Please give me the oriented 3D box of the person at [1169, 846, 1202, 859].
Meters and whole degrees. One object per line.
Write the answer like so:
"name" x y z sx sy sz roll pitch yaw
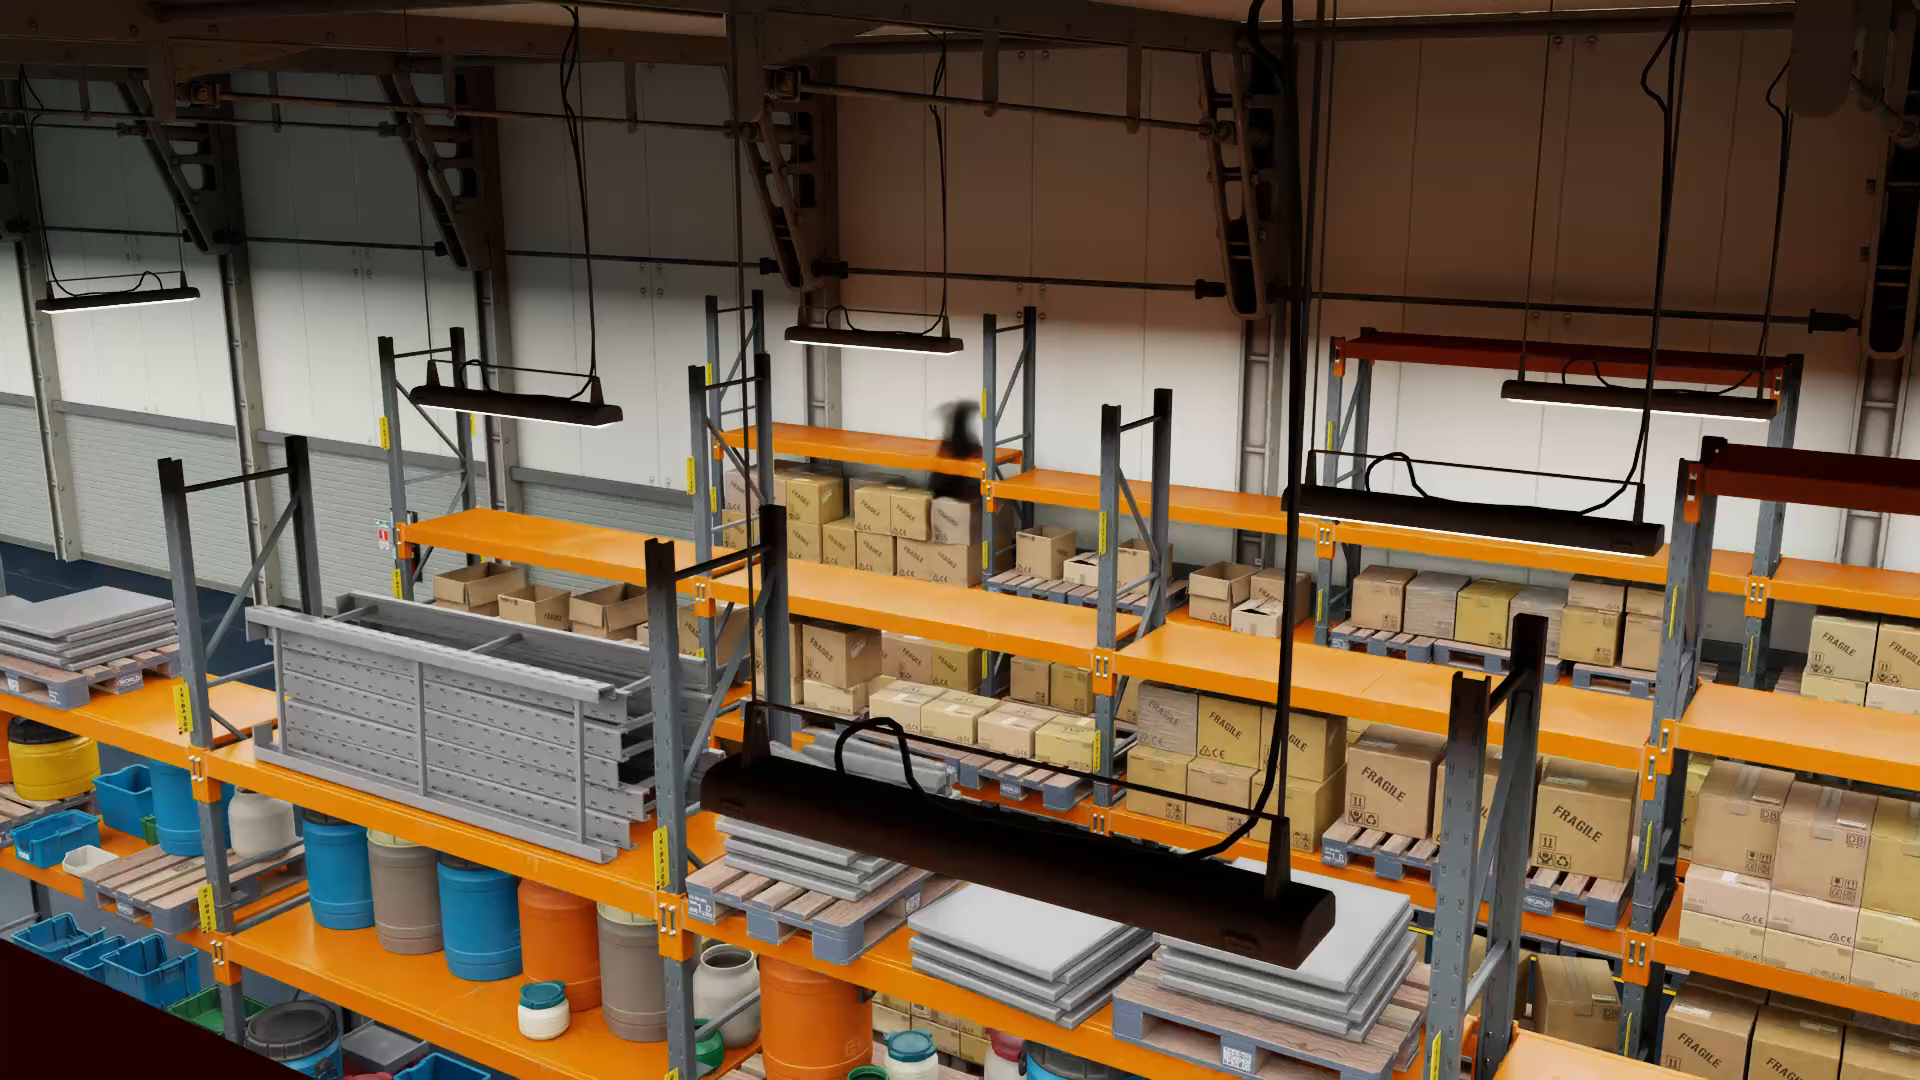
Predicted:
"person" 2.084 3.402 15.800 0.793 1.784 0.664 9 16 31
